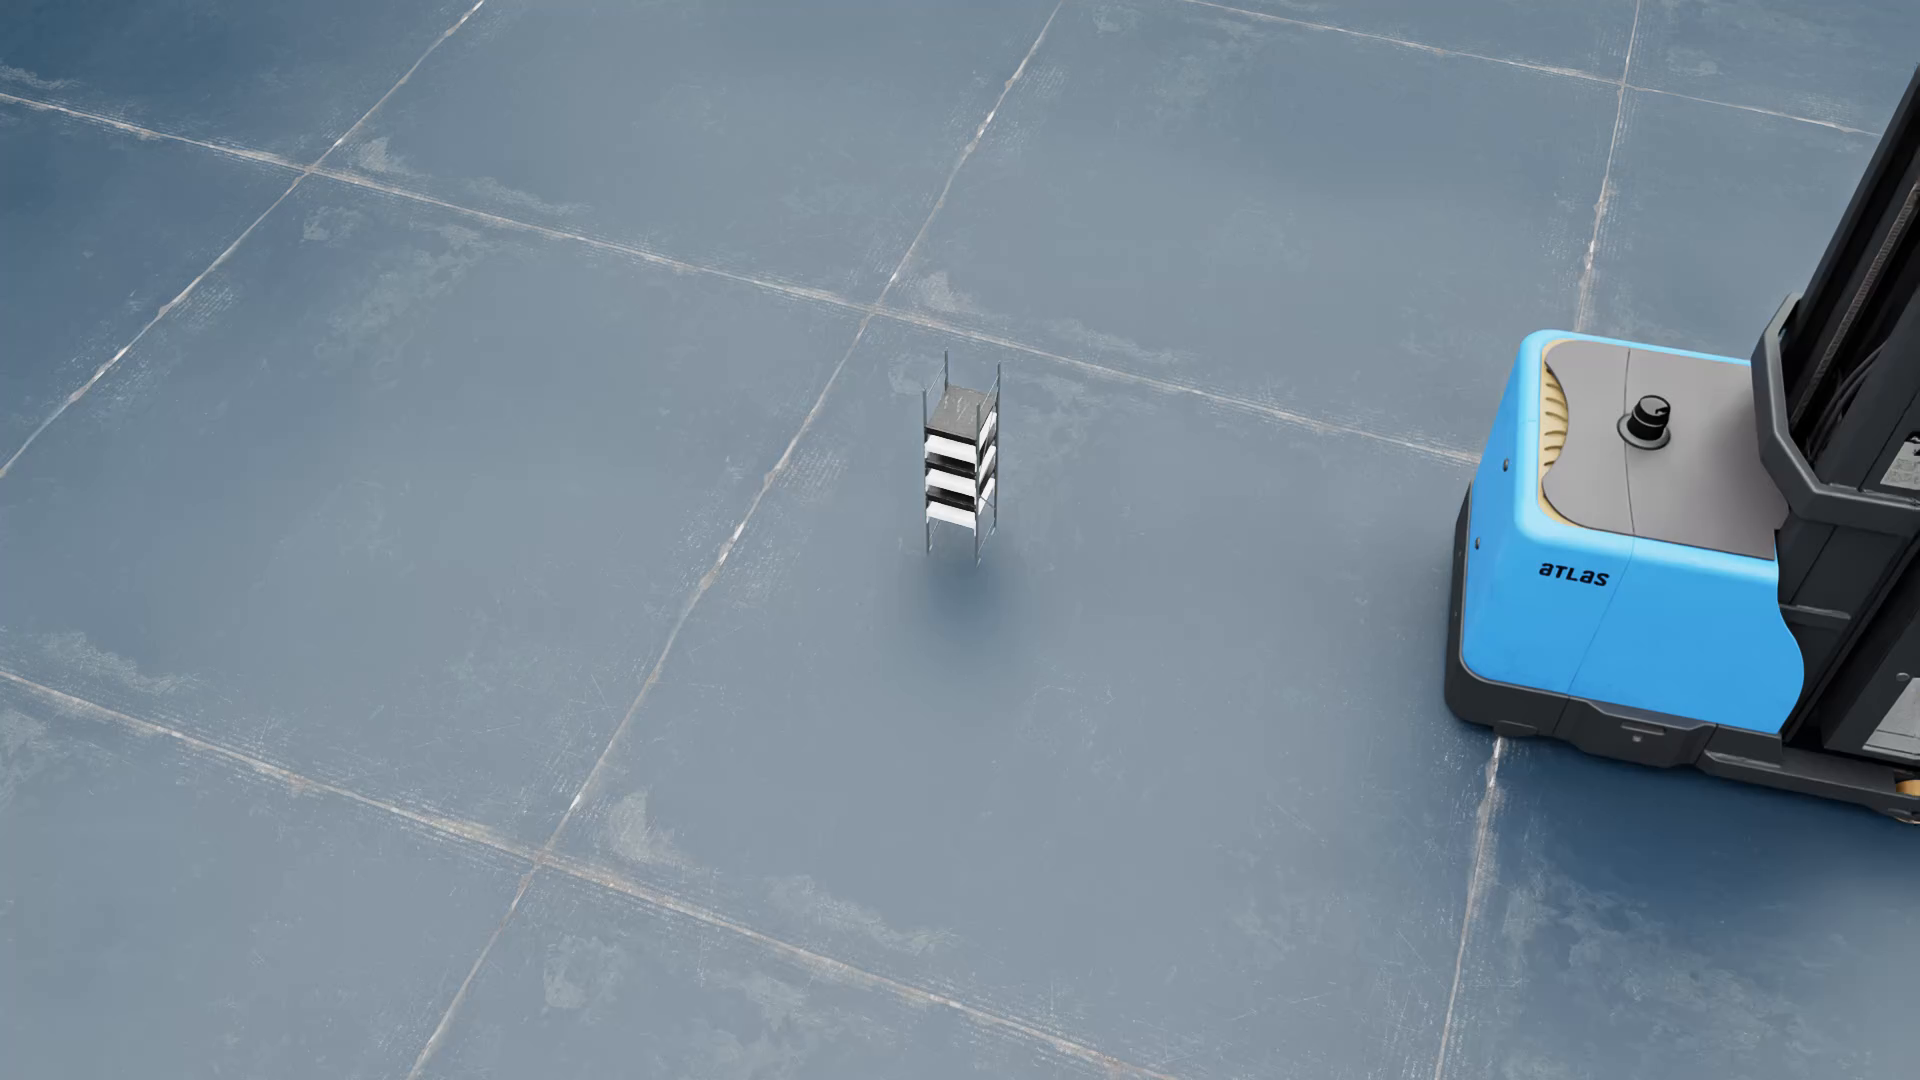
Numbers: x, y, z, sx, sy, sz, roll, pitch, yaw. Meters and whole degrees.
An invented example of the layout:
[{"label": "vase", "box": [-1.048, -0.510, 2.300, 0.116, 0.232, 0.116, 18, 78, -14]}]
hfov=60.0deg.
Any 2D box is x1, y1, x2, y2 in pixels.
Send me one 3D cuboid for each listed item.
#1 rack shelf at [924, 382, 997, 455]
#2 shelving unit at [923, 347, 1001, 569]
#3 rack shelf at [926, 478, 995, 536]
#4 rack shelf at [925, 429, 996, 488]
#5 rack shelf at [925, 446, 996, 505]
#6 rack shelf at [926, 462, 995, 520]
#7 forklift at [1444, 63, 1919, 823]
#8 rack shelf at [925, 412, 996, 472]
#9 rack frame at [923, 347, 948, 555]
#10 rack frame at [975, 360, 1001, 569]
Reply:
[{"label": "rack shelf", "box": [0.008, -0.448, 6.096, 0.200, 0.077, 0.258, 16, 51, 13]}, {"label": "shelving unit", "box": [0.008, -0.293, 6.275, 0.210, 0.900, 0.258, 16, 51, 13]}, {"label": "rack shelf", "box": [0.008, -0.153, 6.436, 0.200, 0.077, 0.258, 16, 51, 13]}, {"label": "rack shelf", "box": [0.008, -0.330, 6.232, 0.200, 0.077, 0.258, 16, 51, 13]}, {"label": "rack shelf", "box": [0.008, -0.271, 6.300, 0.200, 0.077, 0.258, 16, 51, 13]}, {"label": "rack shelf", "box": [0.008, -0.212, 6.368, 0.200, 0.077, 0.258, 16, 51, 13]}, {"label": "forklift", "box": [3.329, -0.390, 5.015, 3.031, 2.935, 1.130, 11, 50, 9]}, {"label": "rack shelf", "box": [0.008, -0.389, 6.164, 0.200, 0.077, 0.258, 16, 51, 13]}, {"label": "rack frame", "box": [-0.088, -0.319, 6.298, 0.006, 0.900, 0.240, 16, 51, 13]}, {"label": "rack frame", "box": [0.103, -0.266, 6.252, 0.006, 0.900, 0.240, 16, 51, 13]}]
